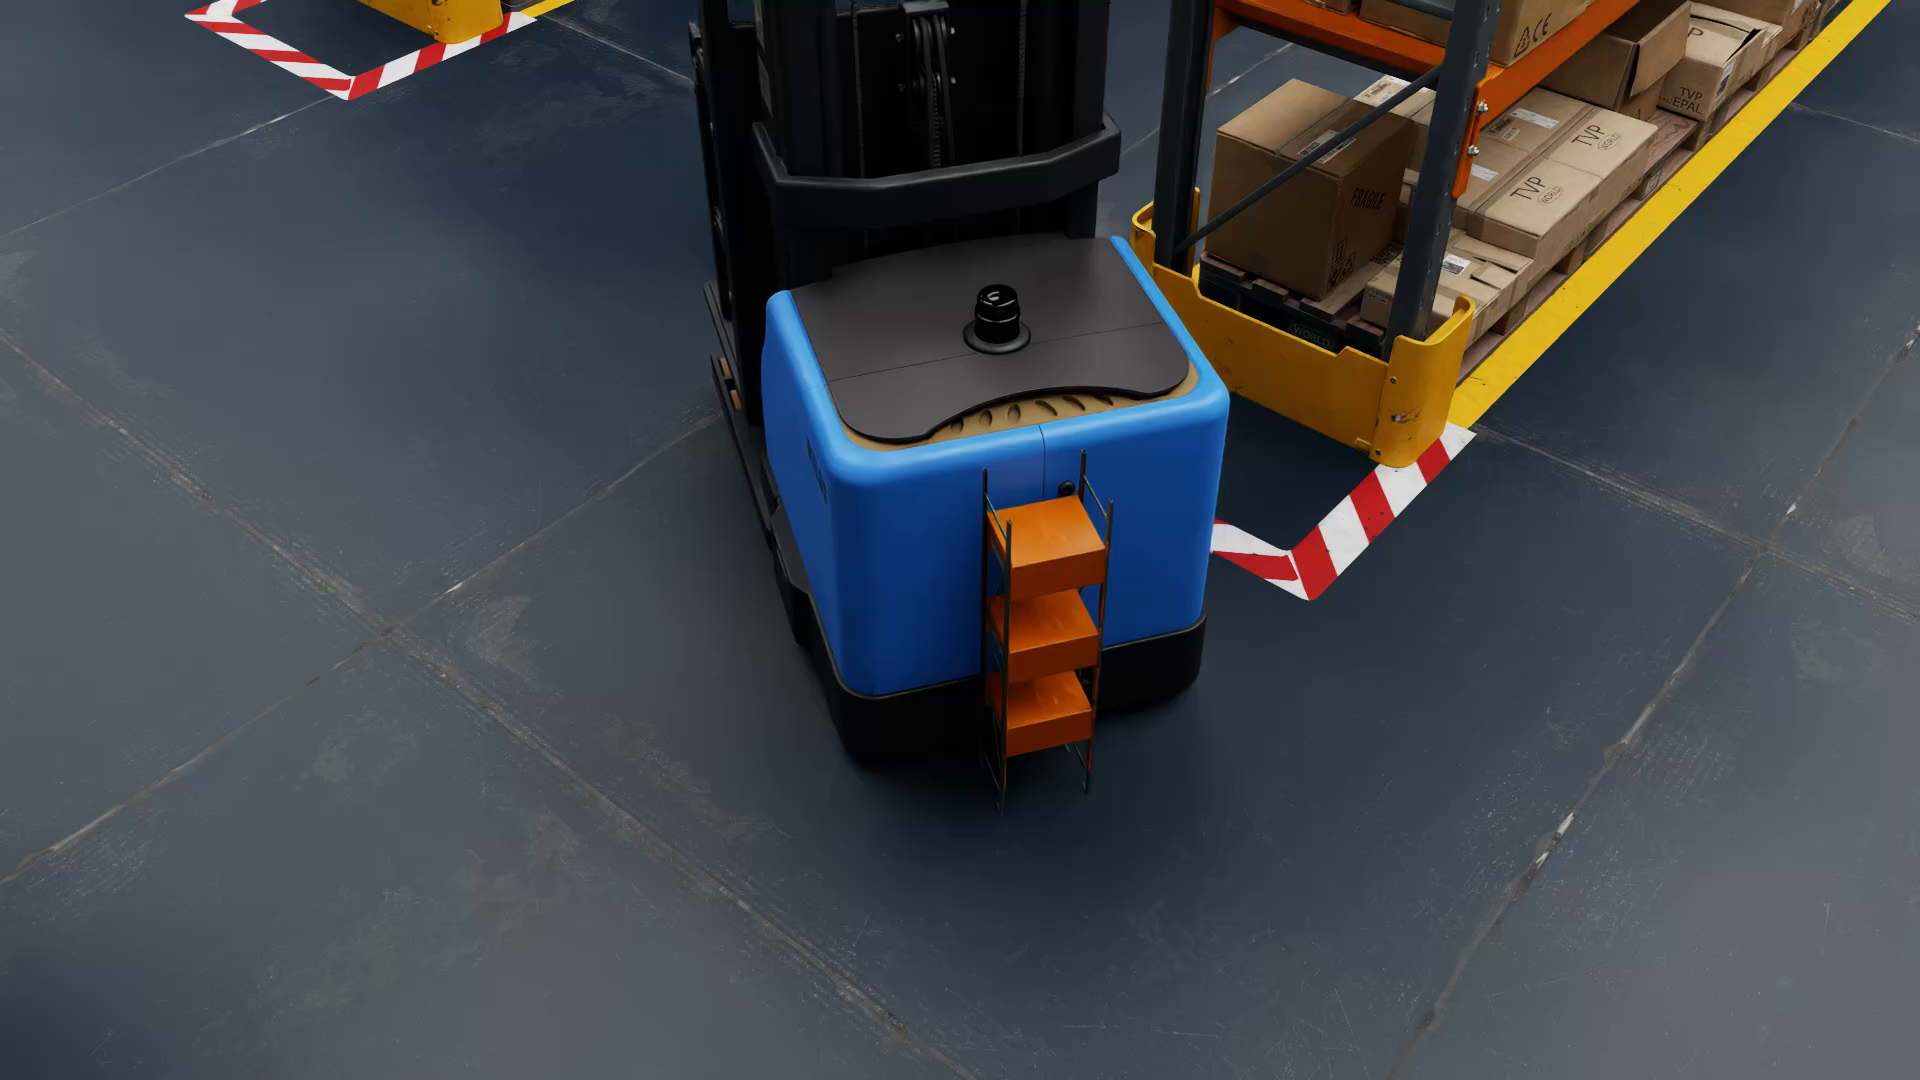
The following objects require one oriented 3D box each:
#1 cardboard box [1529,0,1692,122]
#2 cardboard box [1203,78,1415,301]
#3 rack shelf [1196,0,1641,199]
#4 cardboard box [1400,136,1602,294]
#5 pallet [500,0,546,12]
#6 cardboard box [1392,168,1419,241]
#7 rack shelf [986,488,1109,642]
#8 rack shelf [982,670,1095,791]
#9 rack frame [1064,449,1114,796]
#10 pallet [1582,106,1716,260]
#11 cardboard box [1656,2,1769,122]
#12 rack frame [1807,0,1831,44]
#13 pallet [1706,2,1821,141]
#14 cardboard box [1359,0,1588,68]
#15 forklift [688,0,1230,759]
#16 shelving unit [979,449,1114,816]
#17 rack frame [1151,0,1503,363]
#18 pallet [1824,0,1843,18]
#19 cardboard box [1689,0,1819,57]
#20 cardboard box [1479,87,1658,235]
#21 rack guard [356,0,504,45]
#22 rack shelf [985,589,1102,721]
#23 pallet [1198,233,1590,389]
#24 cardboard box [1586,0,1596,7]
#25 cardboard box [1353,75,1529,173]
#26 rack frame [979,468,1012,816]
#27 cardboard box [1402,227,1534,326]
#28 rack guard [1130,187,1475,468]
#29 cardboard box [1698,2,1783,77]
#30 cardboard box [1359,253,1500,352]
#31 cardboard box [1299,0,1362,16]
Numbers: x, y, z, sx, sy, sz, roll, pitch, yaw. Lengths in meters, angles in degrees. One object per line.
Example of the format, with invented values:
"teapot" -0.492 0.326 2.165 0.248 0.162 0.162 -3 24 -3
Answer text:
"cardboard box" 2.443 -1.961 6.705 0.797 0.503 0.637 29 50 28
"cardboard box" 1.236 -1.256 5.933 0.500 0.500 0.500 29 50 28
"rack shelf" 2.361 -2.395 6.189 1.077 0.370 4.000 29 50 28
"cardboard box" 1.963 -1.192 6.048 0.500 0.250 0.500 29 50 28
"pallet" -2.154 -3.154 8.562 1.003 0.211 1.213 29 50 28
"cardboard box" 1.565 -1.302 6.231 0.380 0.166 0.250 29 50 28
"rack shelf" 0.202 0.059 3.998 0.240 0.259 0.215 -11 44 -12
"rack shelf" 0.202 0.475 4.376 0.240 0.259 0.215 -11 44 -12
"rack frame" 0.318 0.238 4.208 0.008 1.050 0.200 -11 44 -12
"pallet" 2.421 -1.675 6.936 1.003 0.211 1.213 29 50 28
"cardboard box" 3.016 -2.057 6.954 0.500 0.311 0.500 29 50 28
"rack frame" 3.649 -3.691 7.080 1.000 3.000 0.127 29 50 28
"pallet" 3.206 -2.306 7.629 1.003 0.211 1.213 29 50 28
"cardboard box" 1.562 -1.783 4.907 0.500 0.500 0.500 31 50 29
"forklift" -0.226 -1.499 4.720 1.130 2.935 3.031 -11 43 -12
"shelving unit" 0.202 0.261 4.182 0.252 1.050 0.215 -11 44 -12
"rack frame" 1.074 -1.631 4.815 1.000 3.000 0.127 29 50 28
"pallet" 4.143 -3.095 8.497 1.003 0.211 1.213 29 50 28
"cardboard box" 3.499 -2.513 7.315 0.500 0.500 0.500 29 50 28
"cardboard box" 2.285 -1.449 6.331 0.500 0.250 0.500 29 50 28
"rack guard" -2.720 -2.835 7.996 1.175 0.500 0.348 29 50 28
"rack shelf" 0.202 0.269 4.189 0.240 0.259 0.215 -11 44 -12
"pallet" 1.636 -1.050 6.248 1.003 0.211 1.213 29 50 28
"cardboard box" 1.890 -2.051 5.201 0.500 0.500 0.500 29 50 28
"cardboard box" 1.870 -1.640 6.541 0.500 0.250 0.500 29 50 28
"rack frame" 0.085 0.285 4.156 0.008 1.050 0.200 -11 44 -12
"cardboard box" 1.768 -0.941 5.835 0.380 0.166 0.250 29 50 28
"rack guard" 1.123 -0.746 5.699 1.175 0.500 0.348 29 50 28
"cardboard box" 3.304 -2.164 7.192 0.380 0.149 0.250 29 50 28
"cardboard box" 1.607 -0.806 5.699 0.380 0.149 0.250 29 50 28
"cardboard box" 1.154 -2.017 5.164 0.500 0.500 0.500 31 51 30
